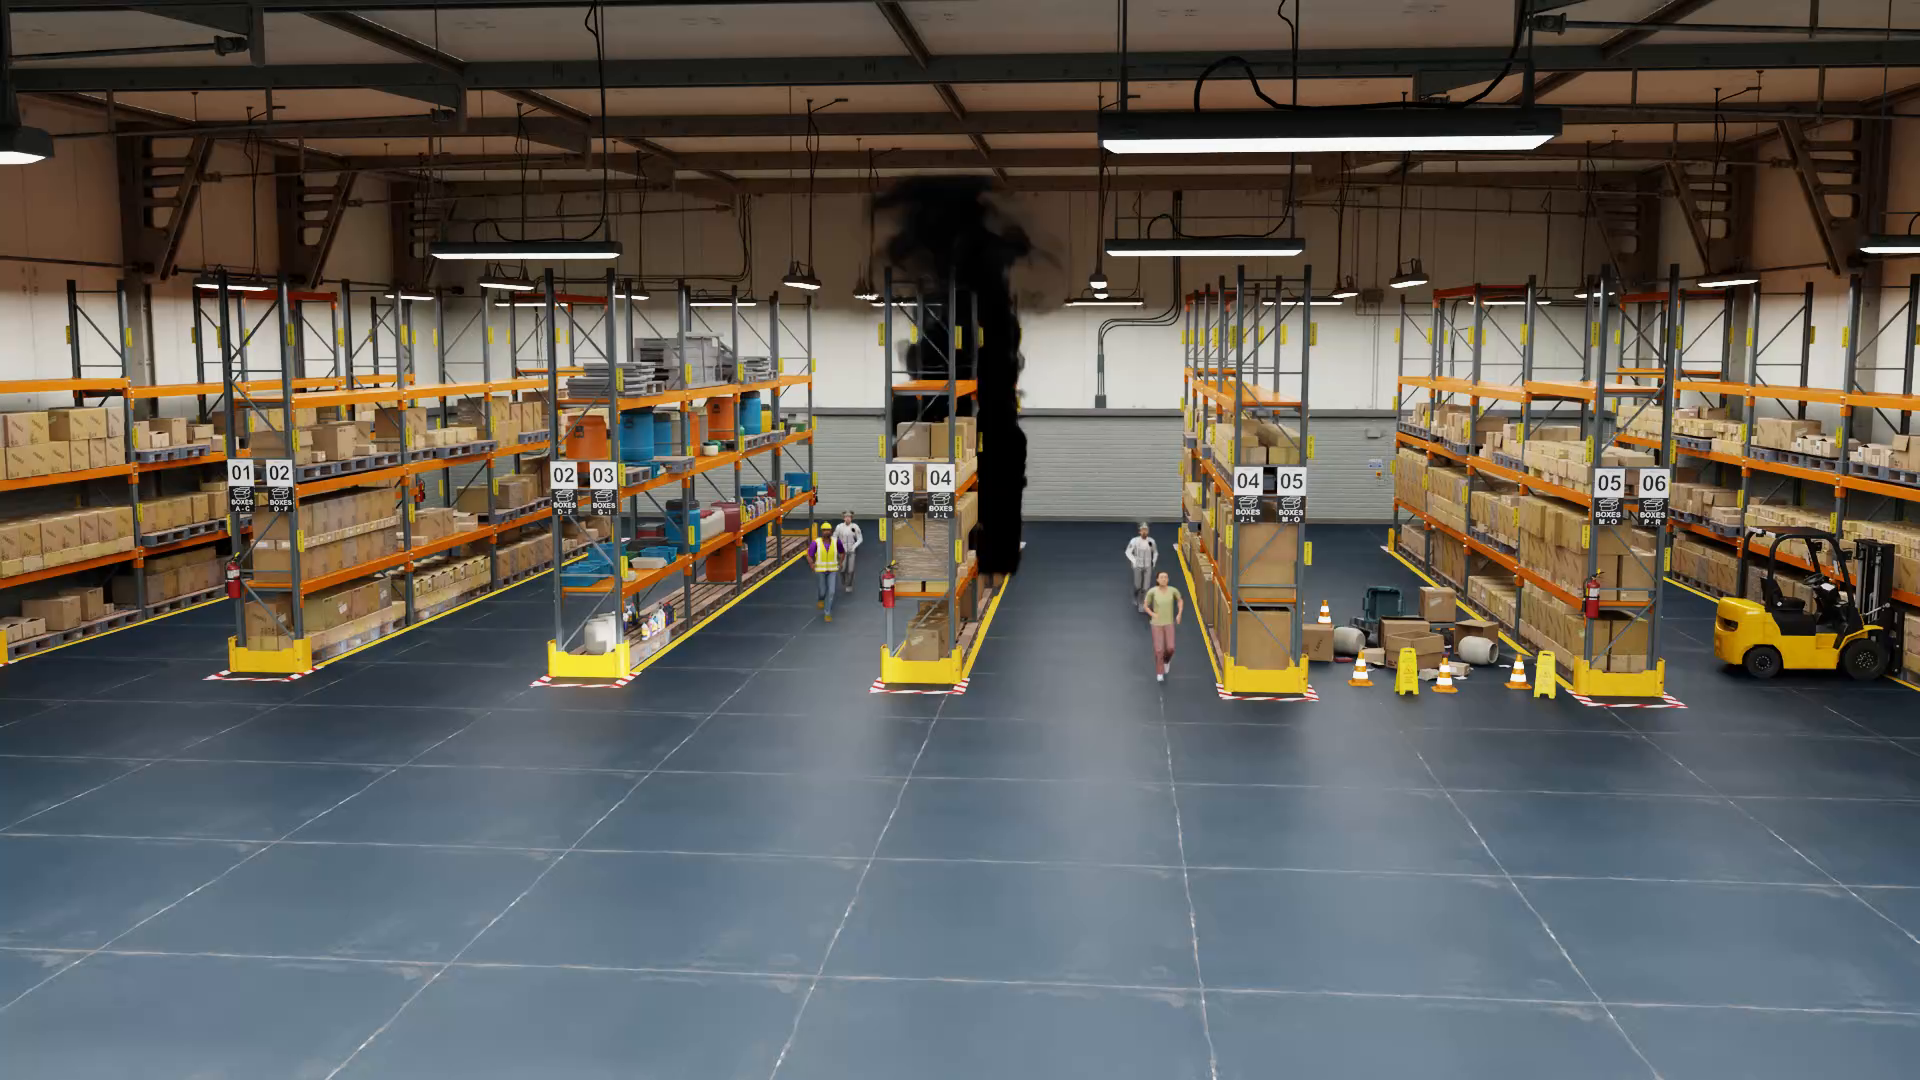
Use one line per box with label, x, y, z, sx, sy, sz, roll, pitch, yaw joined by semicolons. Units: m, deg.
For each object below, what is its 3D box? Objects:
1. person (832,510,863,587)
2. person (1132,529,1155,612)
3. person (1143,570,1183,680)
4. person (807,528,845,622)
person;-2.216;0.187;32.712;0.607;1.577;0.538;0;7;-3
person;3.341;0.516;30.414;0.425;1.605;0.539;-1;7;-5
person;2.983;1.247;24.363;0.606;1.627;0.561;0;7;-2
person;-2.372;0.572;29.648;0.699;1.701;0.758;-1;7;-11
